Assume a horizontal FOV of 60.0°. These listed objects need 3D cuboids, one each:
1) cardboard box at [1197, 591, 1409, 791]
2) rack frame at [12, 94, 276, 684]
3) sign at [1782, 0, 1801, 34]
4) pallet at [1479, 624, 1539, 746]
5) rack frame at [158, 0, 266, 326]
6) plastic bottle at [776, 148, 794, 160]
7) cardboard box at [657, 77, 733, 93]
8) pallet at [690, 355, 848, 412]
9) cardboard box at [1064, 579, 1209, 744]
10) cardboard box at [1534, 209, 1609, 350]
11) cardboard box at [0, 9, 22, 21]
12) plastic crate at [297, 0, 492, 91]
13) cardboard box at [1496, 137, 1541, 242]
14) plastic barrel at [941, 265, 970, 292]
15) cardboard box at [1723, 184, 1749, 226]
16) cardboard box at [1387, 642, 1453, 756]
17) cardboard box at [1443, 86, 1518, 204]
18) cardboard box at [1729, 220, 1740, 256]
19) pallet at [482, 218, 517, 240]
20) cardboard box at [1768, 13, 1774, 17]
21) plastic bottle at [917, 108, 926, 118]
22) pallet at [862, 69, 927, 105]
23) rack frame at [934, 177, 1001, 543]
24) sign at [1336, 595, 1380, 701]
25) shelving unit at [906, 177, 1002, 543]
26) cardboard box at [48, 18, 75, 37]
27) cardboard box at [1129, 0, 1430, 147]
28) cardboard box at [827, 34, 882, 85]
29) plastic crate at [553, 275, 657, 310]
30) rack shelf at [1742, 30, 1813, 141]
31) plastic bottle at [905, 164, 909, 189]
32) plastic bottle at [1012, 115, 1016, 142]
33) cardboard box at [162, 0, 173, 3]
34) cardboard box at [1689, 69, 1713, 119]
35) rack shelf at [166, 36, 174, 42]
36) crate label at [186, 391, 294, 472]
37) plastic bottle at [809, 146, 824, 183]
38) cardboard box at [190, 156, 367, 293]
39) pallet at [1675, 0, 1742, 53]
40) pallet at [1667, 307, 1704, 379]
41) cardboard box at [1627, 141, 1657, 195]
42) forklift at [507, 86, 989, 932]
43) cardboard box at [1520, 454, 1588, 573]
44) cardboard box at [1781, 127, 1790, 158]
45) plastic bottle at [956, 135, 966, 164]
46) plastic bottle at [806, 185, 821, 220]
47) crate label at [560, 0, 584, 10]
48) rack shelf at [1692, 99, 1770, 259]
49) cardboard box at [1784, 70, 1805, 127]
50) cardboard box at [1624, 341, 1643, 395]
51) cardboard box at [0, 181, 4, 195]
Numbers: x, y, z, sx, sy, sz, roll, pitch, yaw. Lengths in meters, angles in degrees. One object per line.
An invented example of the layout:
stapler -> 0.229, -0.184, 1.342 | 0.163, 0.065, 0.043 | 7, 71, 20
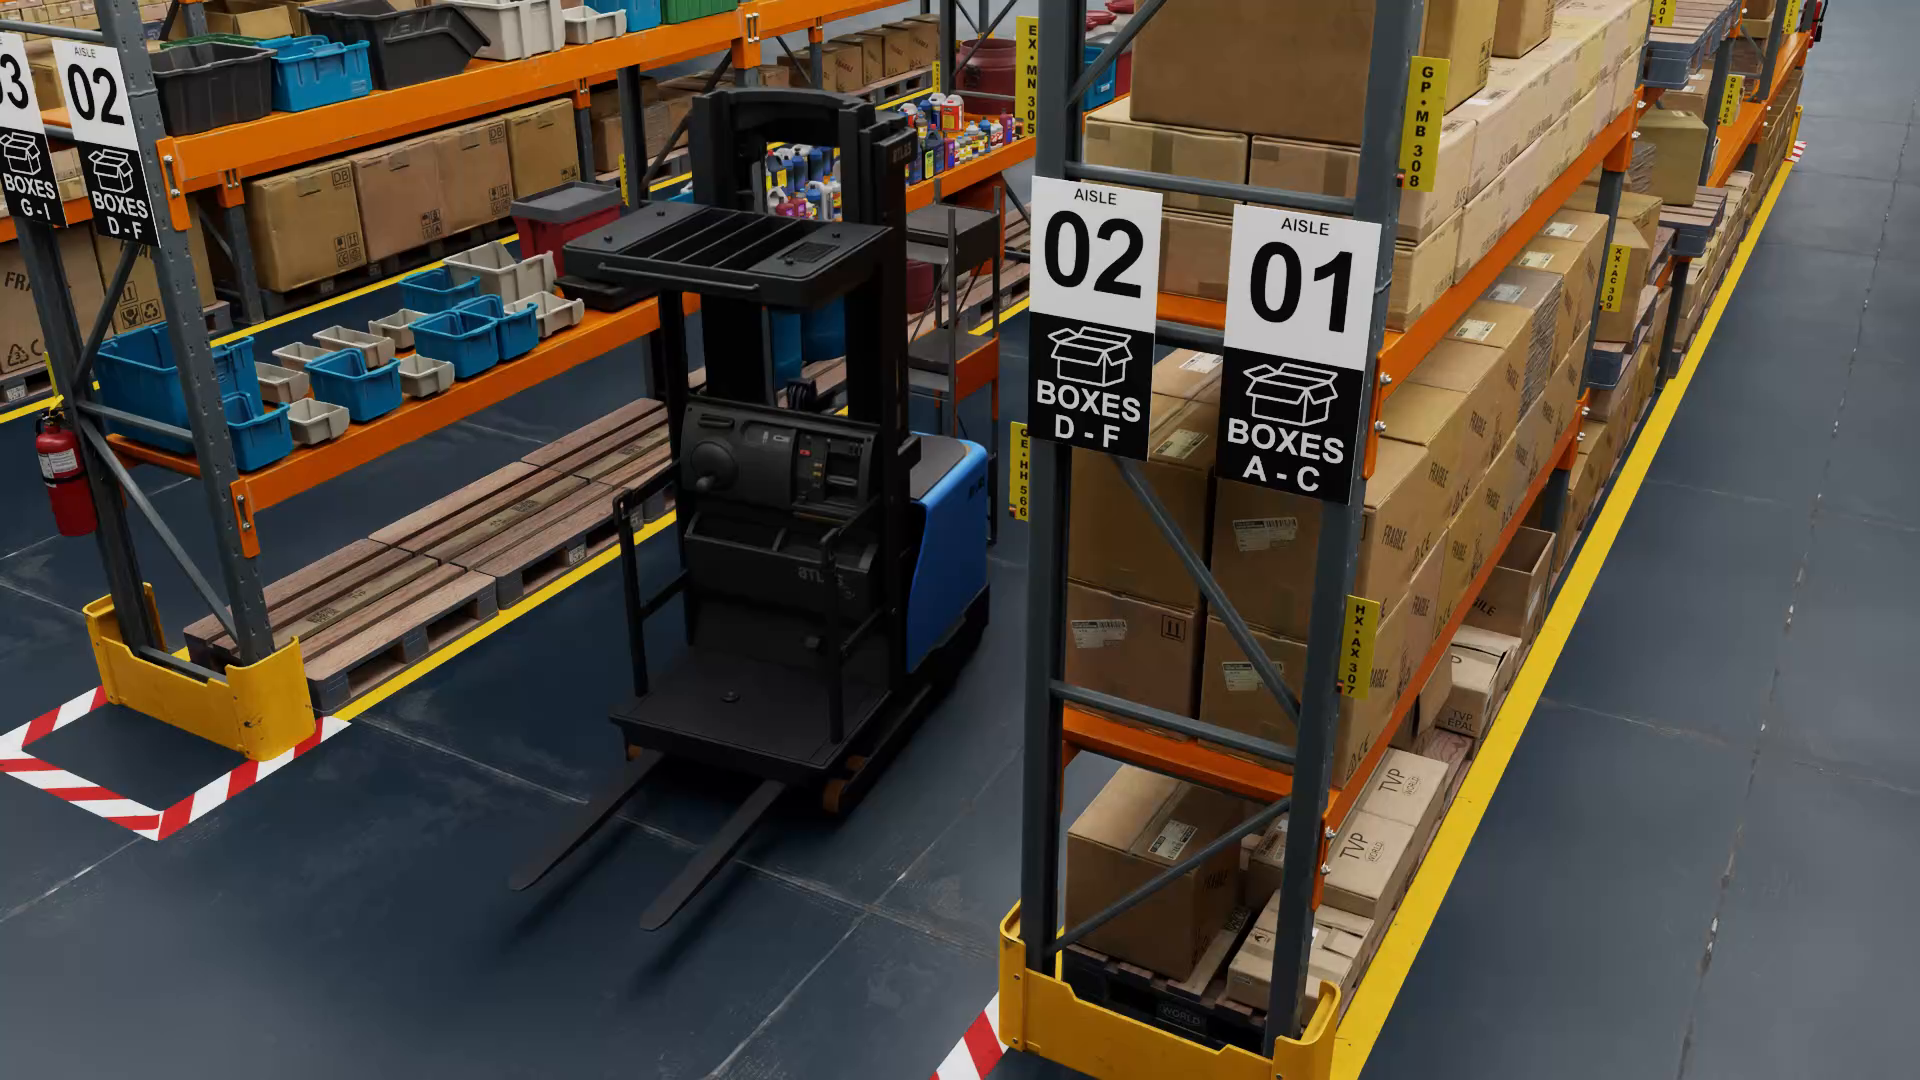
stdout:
cardboard box -> 1.121, 0.421, 5.445 | 0.500, 0.500, 0.500 | 15, 30, 27
rack frame -> -3.637, -0.511, 7.420 | 1.000, 3.000, 0.127 | 14, 30, 26
sign -> 7.054, -4.462, 14.108 | 0.100, 0.325, 0.005 | 14, 30, 26
pallet -> 2.303, 0.537, 8.442 | 1.003, 0.211, 1.213 | 14, 30, 26
rack frame -> -5.982, -3.161, 12.713 | 1.000, 3.000, 0.127 | 14, 30, 26
plastic bottle -> -1.263, -2.631, 11.793 | 0.152, 0.276, 0.135 | 14, 30, 26
cardboard box -> -2.893, -4.723, 18.135 | 0.700, 0.500, 0.500 | 12, 29, 22
pallet -> -1.254, -1.115, 11.741 | 1.003, 0.211, 1.213 | 14, 30, 26
cardboard box -> 0.657, 0.302, 5.684 | 0.500, 0.500, 0.500 | 15, 30, 28
cardboard box -> 2.618, -1.216, 7.599 | 0.500, 0.500, 0.500 | 14, 30, 26
cardboard box -> -9.145, -4.962, 15.791 | 0.380, 0.149, 0.250 | 16, 31, 28
plastic crate -> -2.646, -2.360, 7.831 | 0.504, 0.338, 0.767 | 14, 30, 26
cardboard box -> 1.649, -1.225, 5.662 | 0.500, 0.250, 0.500 | 14, 30, 26
plastic barrel -> -0.127, -2.270, 13.244 | 0.421, 0.512, 0.421 | 0, 27, 0
cardboard box -> 6.377, -2.879, 14.127 | 0.500, 0.311, 0.500 | 15, 30, 28
cardboard box -> 1.722, 0.675, 7.348 | 0.797, 0.503, 0.637 | 14, 30, 26
cardboard box -> 1.405, -1.253, 5.160 | 0.500, 0.250, 0.500 | 14, 30, 26
cardboard box -> 6.375, -2.632, 14.259 | 0.500, 0.250, 0.500 | 14, 30, 25
pallet -> -4.467, -3.182, 15.871 | 1.003, 0.211, 1.213 | 14, 30, 26
cardboard box -> 7.001, -4.590, 14.733 | 0.380, 0.149, 0.250 | 15, 30, 27
plastic bottle -> -0.325, -3.366, 13.344 | 0.097, 0.201, 0.097 | 0, 27, 0
pallet -> -1.147, -5.778, 21.057 | 1.003, 0.211, 1.213 | 14, 30, 26
rack frame -> 0.039, -0.970, 9.341 | 0.400, 2.100, 0.015 | 14, 30, 26
sign -> 1.146, 0.313, 4.806 | 0.100, 0.325, 0.005 | 14, 30, 26
shelving unit -> -0.081, -0.874, 9.151 | 0.431, 2.100, 0.503 | 14, 30, 26
cardboard box -> -8.892, -5.028, 16.254 | 0.380, 0.149, 0.250 | 13, 29, 24
cardboard box -> 0.912, -1.456, 4.728 | 0.700, 0.500, 0.500 | 14, 30, 26
cardboard box -> -1.302, -5.980, 20.668 | 0.500, 0.500, 0.500 | 11, 29, 22
plastic crate -> -1.986, -1.478, 9.593 | 0.437, 0.125, 0.590 | 14, 30, 26
rack shelf -> 7.561, -4.553, 16.299 | 1.077, 0.370, 4.000 | 14, 30, 26
plastic bottle -> -0.412, -2.637, 11.811 | 0.097, 0.271, 0.097 | 0, 27, 0
plastic bottle -> 0.398, -3.248, 13.108 | 0.097, 0.201, 0.097 | 0, 27, 0
cardboard box -> -8.259, -5.662, 17.190 | 0.380, 0.149, 0.250 | 15, 30, 28
cardboard box -> 5.679, -3.444, 13.167 | 0.500, 0.500, 0.500 | 14, 30, 26
rack shelf -> -9.266, -4.750, 16.692 | 1.077, 0.370, 4.000 | 14, 30, 26
crate label -> -3.229, -0.487, 7.492 | 0.416, 0.233, 0.303 | 14, 30, 26
plastic bottle -> -1.031, -2.699, 11.934 | 0.097, 0.271, 0.097 | 0, 27, 0
cardboard box -> -5.684, -2.652, 13.602 | 1.225, 0.875, 0.875 | 14, 30, 26
pallet -> 3.531, -2.879, 9.009 | 1.213, 0.211, 1.003 | 14, 30, 26
pallet -> 5.048, -1.602, 12.714 | 1.003, 0.211, 1.213 | 14, 30, 26
cardboard box -> 3.781, -2.185, 10.182 | 0.700, 0.500, 0.500 | 21, 33, 35
forklift -> -0.885, -0.313, 7.102 | 1.130, 2.935, 3.031 | 11, 29, 20
cardboard box -> 3.091, -0.192, 9.083 | 0.500, 0.500, 0.500 | 13, 29, 24
cardboard box -> 8.302, -4.141, 17.274 | 0.500, 0.250, 0.500 | 14, 30, 26
plastic bottle -> -0.003, -2.930, 12.474 | 0.097, 0.201, 0.097 | 0, 27, 0
plastic bottle -> -0.963, -2.200, 10.938 | 0.097, 0.271, 0.097 | 0, 27, 0
crate label -> -2.162, -3.166, 9.668 | 0.293, 0.136, 0.466 | 14, 30, 26
rack shelf -> 5.593, -2.994, 13.185 | 1.077, 0.370, 4.000 | 14, 30, 26
cardboard box -> 8.540, -4.674, 17.500 | 0.500, 0.500, 0.500 | 14, 30, 26
cardboard box -> 3.830, -1.112, 10.084 | 0.500, 0.250, 0.500 | 14, 30, 25
cardboard box -> -6.726, -2.399, 11.027 | 0.500, 0.250, 0.500 | 14, 30, 25
